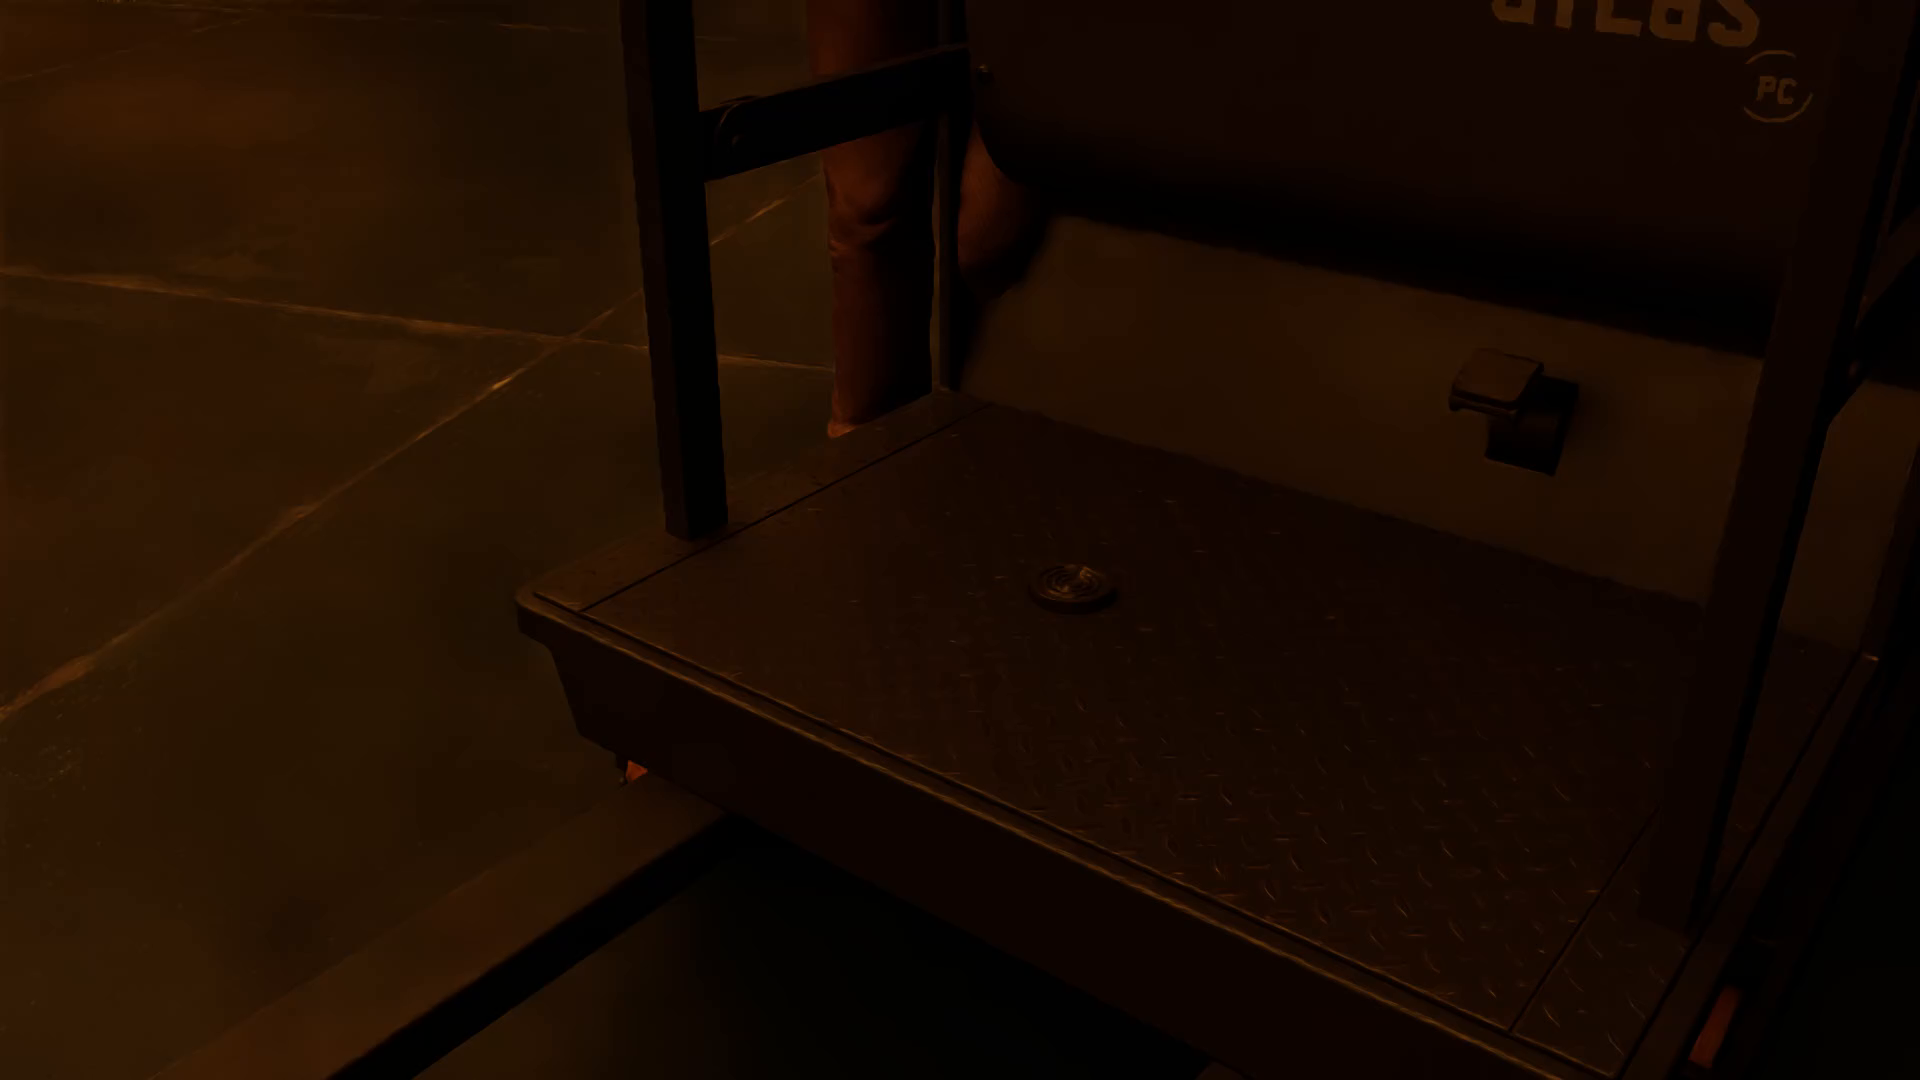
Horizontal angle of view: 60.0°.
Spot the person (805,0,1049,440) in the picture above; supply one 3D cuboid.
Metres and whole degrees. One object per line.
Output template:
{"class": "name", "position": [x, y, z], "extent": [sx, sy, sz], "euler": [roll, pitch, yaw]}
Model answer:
{"class": "person", "position": [-0.015, -0.766, 2.046], "extent": [0.529, 1.729, 0.455], "euler": [8, 28, 16]}

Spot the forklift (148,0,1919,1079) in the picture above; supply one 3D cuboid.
{"class": "forklift", "position": [0.279, -0.954, 1.146], "extent": [1.130, 2.935, 3.031], "euler": [19, 33, 33]}
